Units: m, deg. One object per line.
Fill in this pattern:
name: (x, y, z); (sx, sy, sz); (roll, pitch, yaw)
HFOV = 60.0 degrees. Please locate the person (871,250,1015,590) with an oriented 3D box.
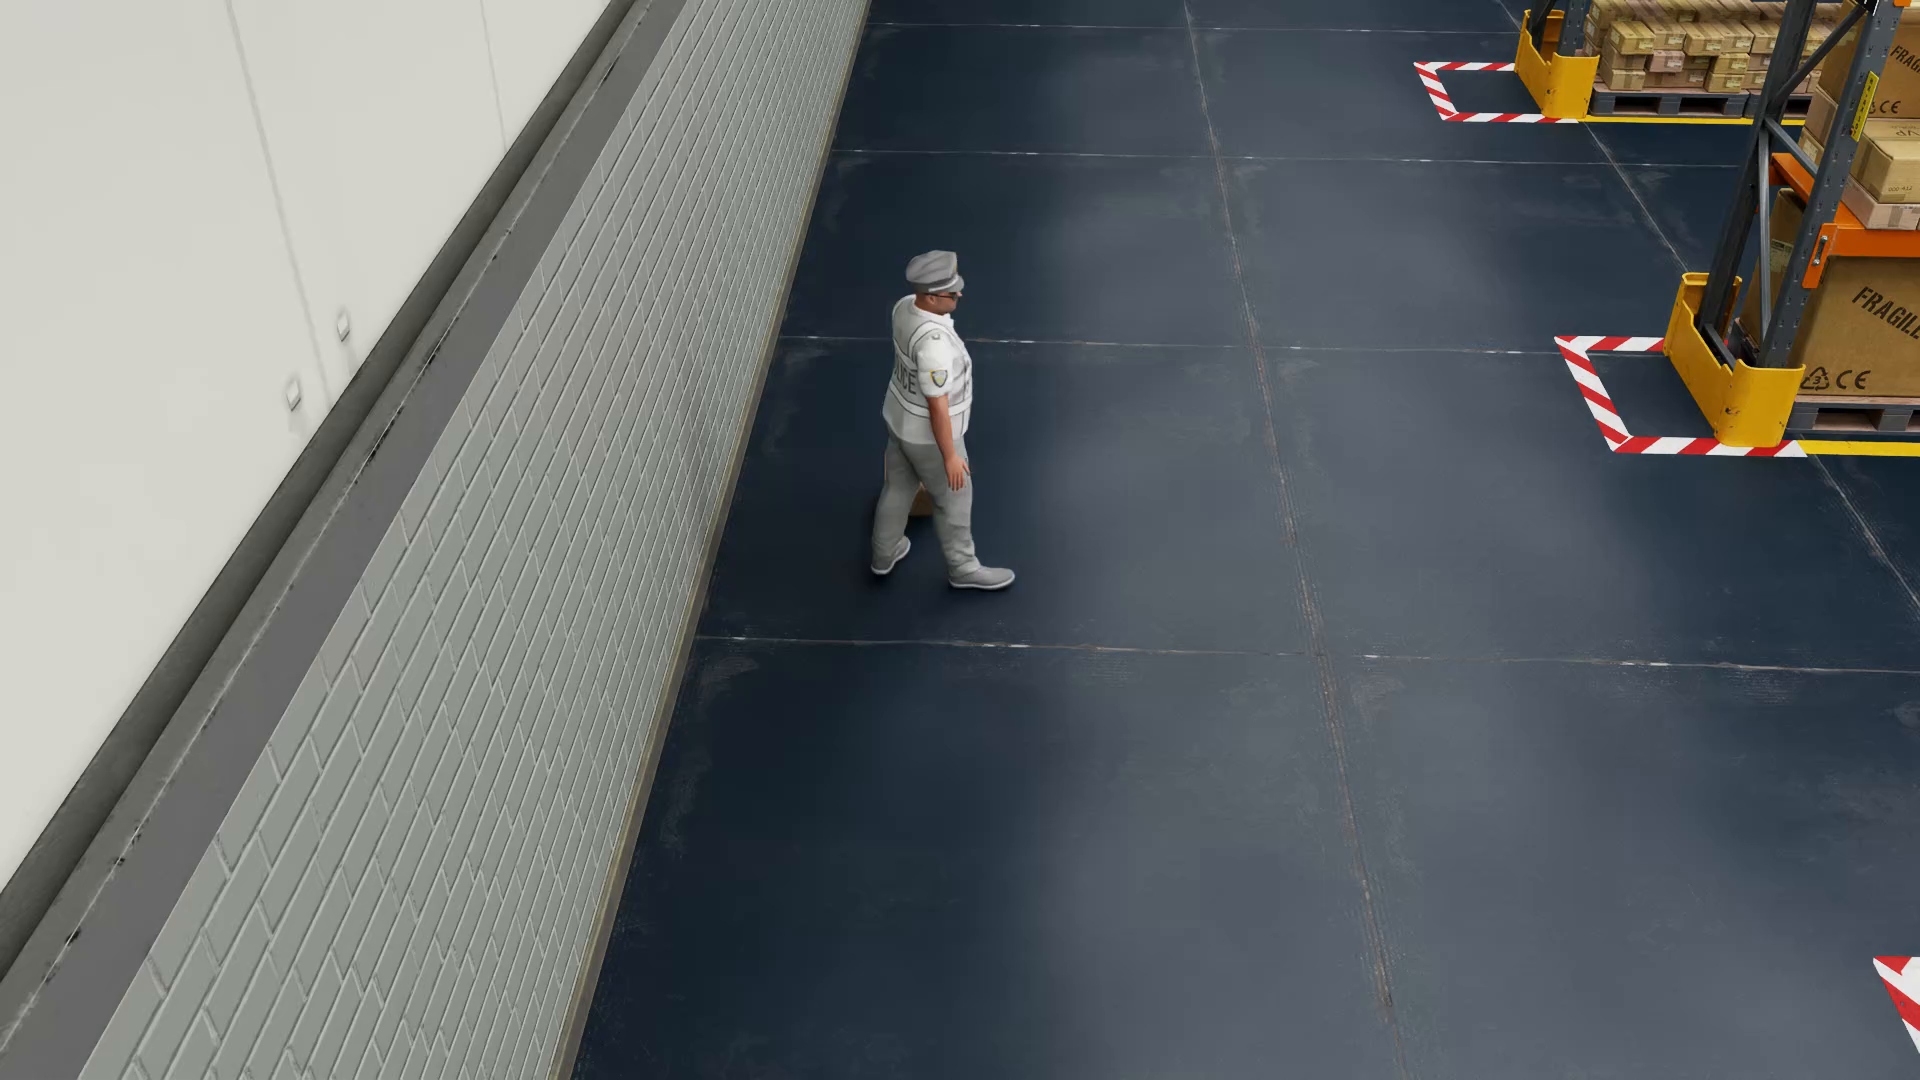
person: (-0.100, -0.539, 7.848); (0.642, 1.745, 0.658); (-13, 38, -18)
